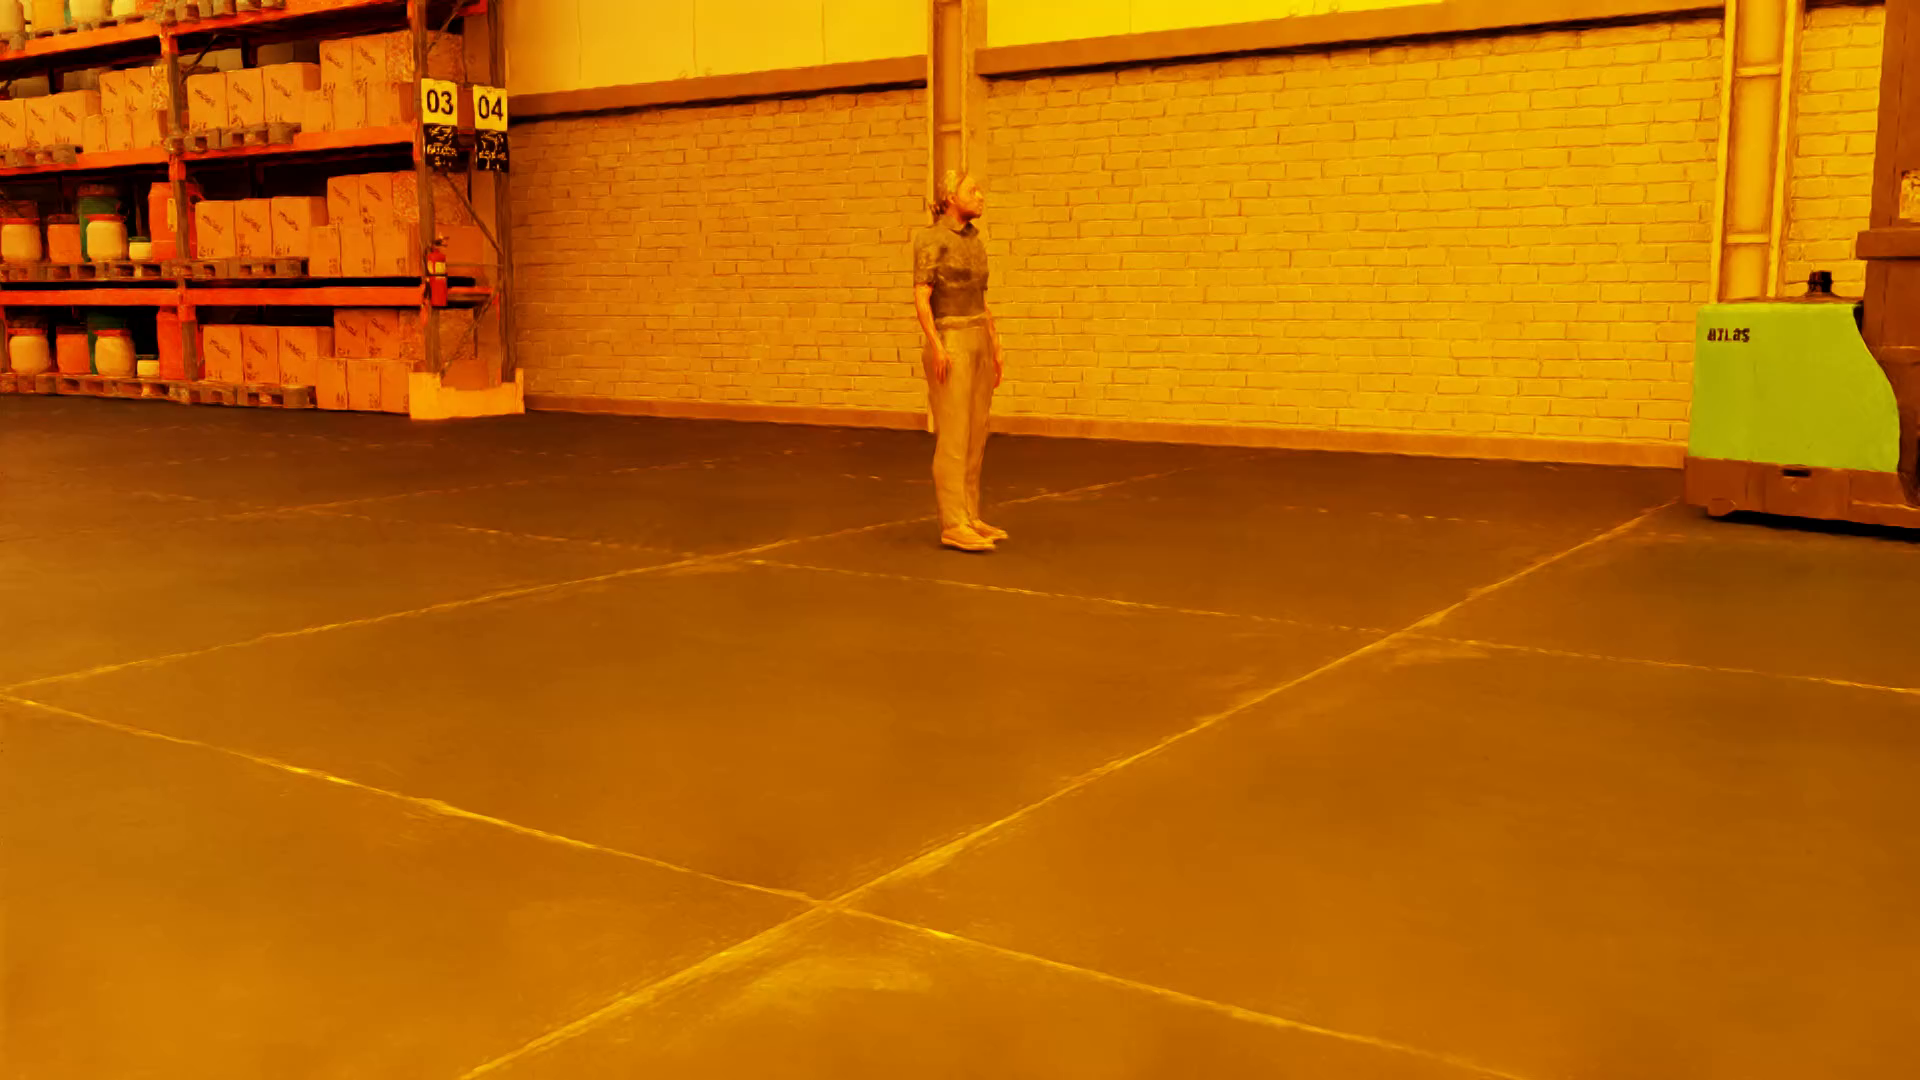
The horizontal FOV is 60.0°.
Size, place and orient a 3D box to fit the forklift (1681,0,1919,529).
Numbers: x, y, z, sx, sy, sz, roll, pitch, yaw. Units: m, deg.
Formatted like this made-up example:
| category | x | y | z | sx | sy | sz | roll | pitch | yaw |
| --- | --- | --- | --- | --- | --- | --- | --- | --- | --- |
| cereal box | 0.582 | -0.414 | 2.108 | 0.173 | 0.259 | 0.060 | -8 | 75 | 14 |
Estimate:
| category | x | y | z | sx | sy | sz | roll | pitch | yaw |
| --- | --- | --- | --- | --- | --- | --- | --- | --- | --- |
| forklift | 4.920 | -1.438 | 7.304 | 1.130 | 2.935 | 3.031 | -6 | 10 | -36 |

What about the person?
| category | x | y | z | sx | sy | sz | roll | pitch | yaw |
| --- | --- | --- | --- | --- | --- | --- | --- | --- | --- |
| person | 0.062 | -0.811 | 7.422 | 0.503 | 1.642 | 0.570 | 5 | 10 | 34 |
